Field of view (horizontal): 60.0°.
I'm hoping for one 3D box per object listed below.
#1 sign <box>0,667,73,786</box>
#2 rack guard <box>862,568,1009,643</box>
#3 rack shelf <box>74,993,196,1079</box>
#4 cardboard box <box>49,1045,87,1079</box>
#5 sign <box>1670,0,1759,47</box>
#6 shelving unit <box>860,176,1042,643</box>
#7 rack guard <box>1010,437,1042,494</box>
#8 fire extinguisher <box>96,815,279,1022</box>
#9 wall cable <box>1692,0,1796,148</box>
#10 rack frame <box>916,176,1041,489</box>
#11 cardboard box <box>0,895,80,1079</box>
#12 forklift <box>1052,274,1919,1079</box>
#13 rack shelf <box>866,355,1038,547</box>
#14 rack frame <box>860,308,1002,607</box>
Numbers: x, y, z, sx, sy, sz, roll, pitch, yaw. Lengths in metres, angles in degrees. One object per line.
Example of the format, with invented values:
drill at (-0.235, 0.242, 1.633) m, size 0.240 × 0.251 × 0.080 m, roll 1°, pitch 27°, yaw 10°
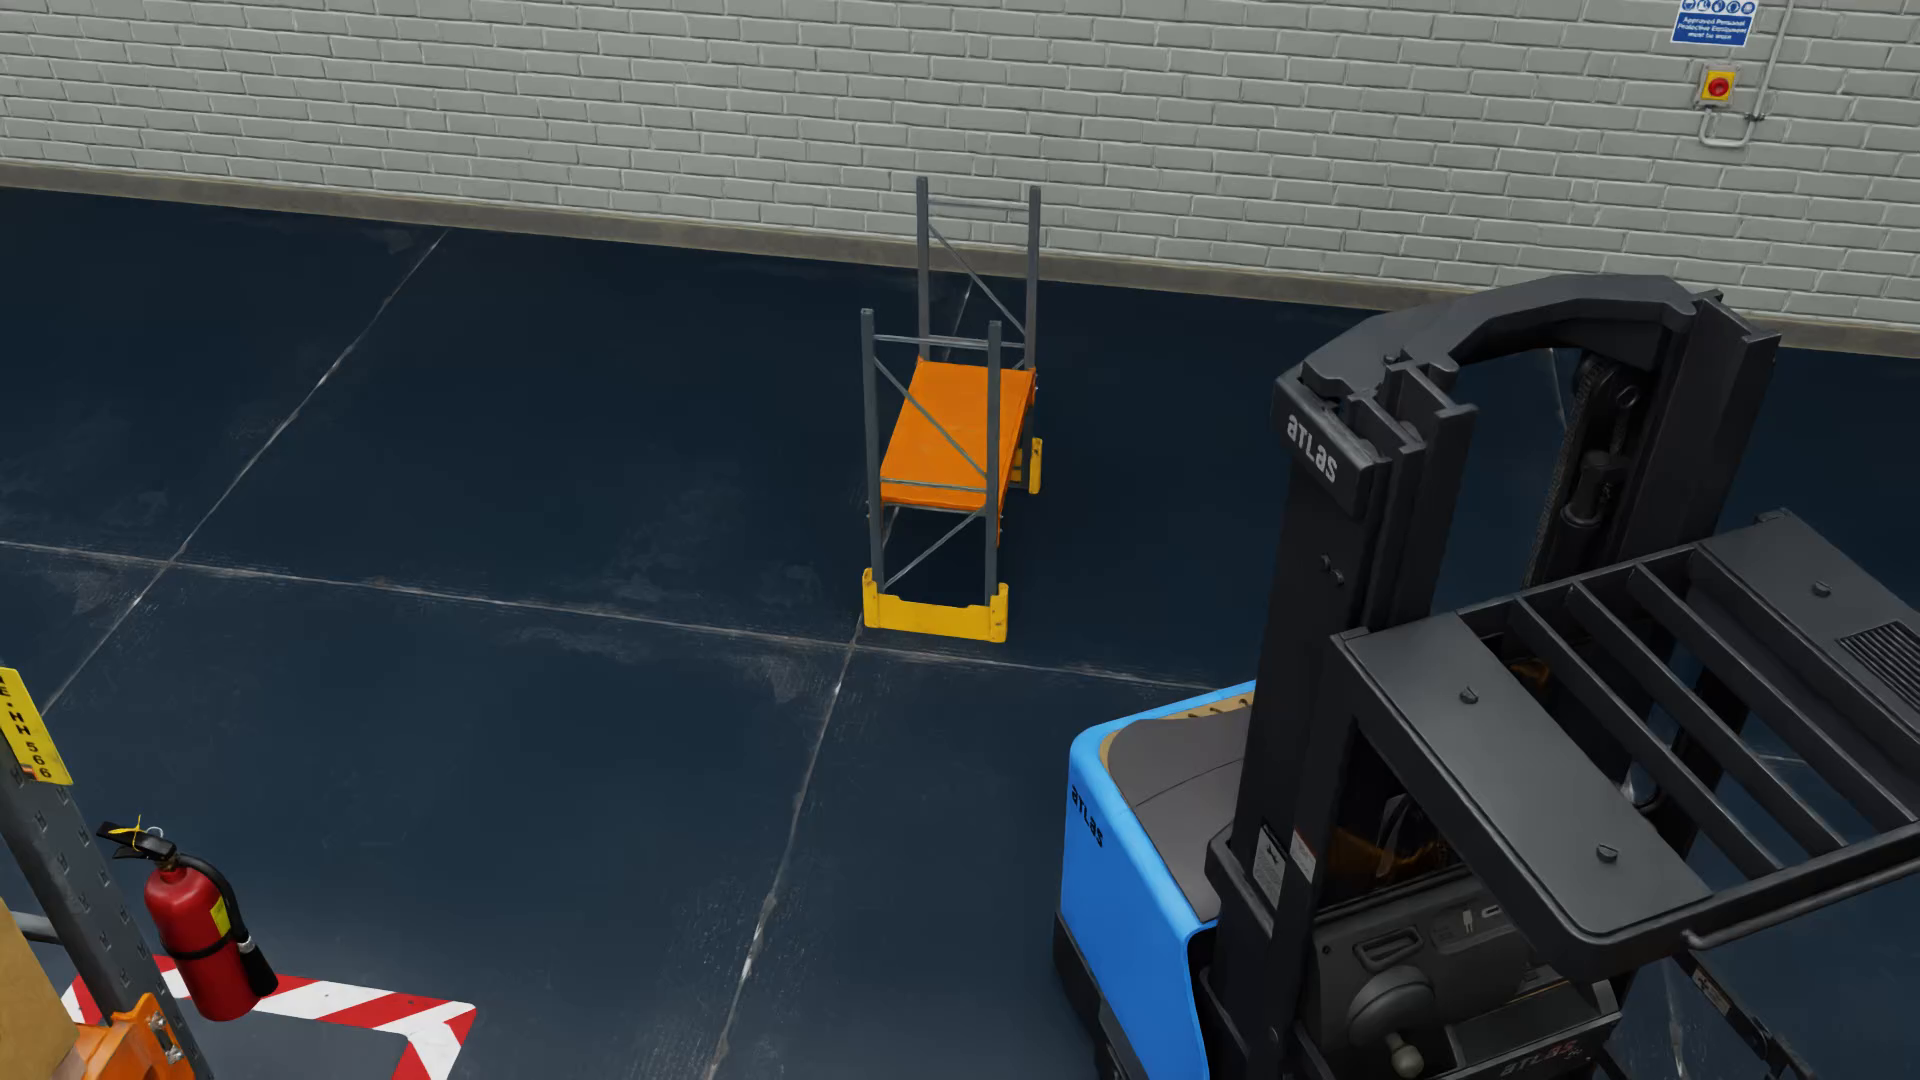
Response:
sign at (-1.856, 0.369, 3.293) m, size 0.100 × 0.325 × 0.005 m, roll 6°, pitch 40°, yaw 8°
rack guard at (-0.099, 0.264, 6.734) m, size 0.587 × 0.250 × 0.087 m, roll 6°, pitch 40°, yaw 8°
rack shelf at (-2.746, 2.395, 2.563) m, size 1.077 × 0.370 × 4.000 m, roll 6°, pitch 40°, yaw 8°
cardboard box at (-2.178, 1.196, 3.647) m, size 0.380 × 0.149 × 0.250 m, roll 6°, pitch 40°, yaw 8°
sign at (3.409, -2.344, 7.519) m, size 0.327 × 0.218 × 0.001 m, roll 6°, pitch 40°, yaw 8°
shelving unit at (-0.013, -0.530, 6.714) m, size 0.587 × 1.500 × 1.083 m, roll 6°, pitch 40°, yaw 8°
rack guard at (0.073, -0.361, 7.491) m, size 0.587 × 0.250 × 0.087 m, roll 6°, pitch 40°, yaw 8°
fire extinguisher at (-1.901, 0.929, 4.125) m, size 0.296 × 0.674 × 0.183 m, roll 6°, pitch 40°, yaw 8°
wall cable at (3.446, -2.600, 7.218) m, size 0.585 × 1.953 × 0.123 m, roll 6°, pitch 40°, yaw 8°
rack frame at (0.073, -0.844, 7.093) m, size 0.500 × 1.500 × 0.032 m, roll 6°, pitch 40°, yaw 8°
cardboard box at (-2.224, 1.020, 3.350) m, size 0.500 × 0.500 × 0.500 m, roll 7°, pitch 40°, yaw 9°
forklift at (1.310, 1.028, 3.707) m, size 1.130 × 2.935 × 3.031 m, roll -14°, pitch 42°, yaw -16°
rack shelf at (-0.015, -0.386, 6.822) m, size 0.538 × 0.185 × 1.000 m, roll 6°, pitch 40°, yaw 8°
rack frame at (-0.103, -0.205, 6.321) m, size 0.500 × 1.500 × 0.032 m, roll 6°, pitch 40°, yaw 8°
